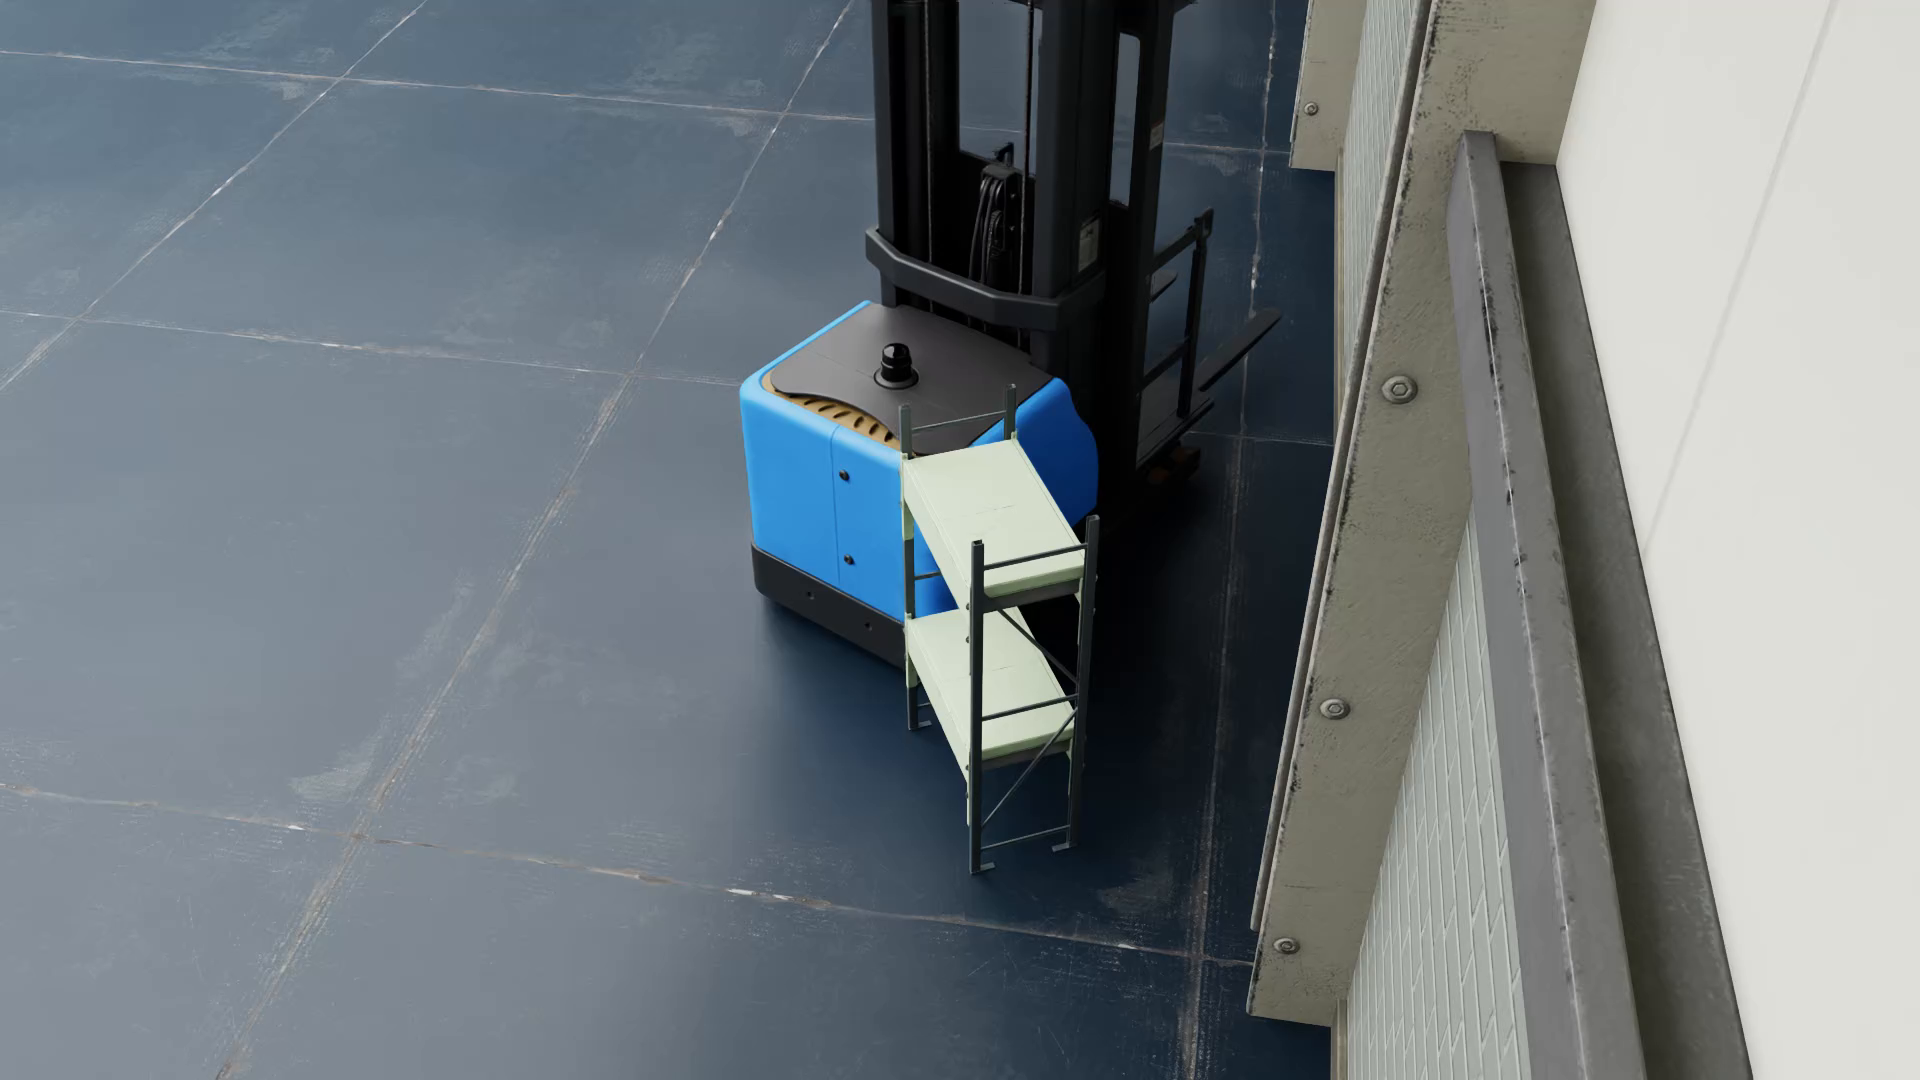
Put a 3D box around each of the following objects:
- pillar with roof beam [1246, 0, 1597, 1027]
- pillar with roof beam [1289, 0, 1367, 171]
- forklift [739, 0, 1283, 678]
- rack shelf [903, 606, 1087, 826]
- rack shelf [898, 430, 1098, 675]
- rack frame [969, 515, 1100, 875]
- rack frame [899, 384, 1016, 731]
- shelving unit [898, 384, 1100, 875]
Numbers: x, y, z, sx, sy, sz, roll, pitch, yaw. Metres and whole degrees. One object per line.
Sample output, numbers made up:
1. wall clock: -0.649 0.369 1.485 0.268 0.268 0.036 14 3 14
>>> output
1. pillar with roof beam: -3.125 -2.513 3.227 9.100 9.000 0.400 6 40 8
2. pillar with roof beam: -2.087 -6.279 7.782 9.100 9.000 0.400 6 40 8
3. forklift: 0.434 -1.459 6.714 1.130 2.935 3.031 26 46 28
4. rack shelf: 0.110 0.579 5.885 0.431 0.370 0.720 -12 41 -14
5. rack shelf: 0.110 0.027 5.428 0.431 0.370 0.720 -12 41 -14
6. rack frame: 0.226 0.548 5.410 0.400 1.500 0.023 -12 41 -14
7. rack frame: -0.006 0.106 5.945 0.400 1.500 0.023 -12 41 -14
8. shelving unit: 0.110 0.327 5.677 0.431 1.500 0.755 -12 41 -14
